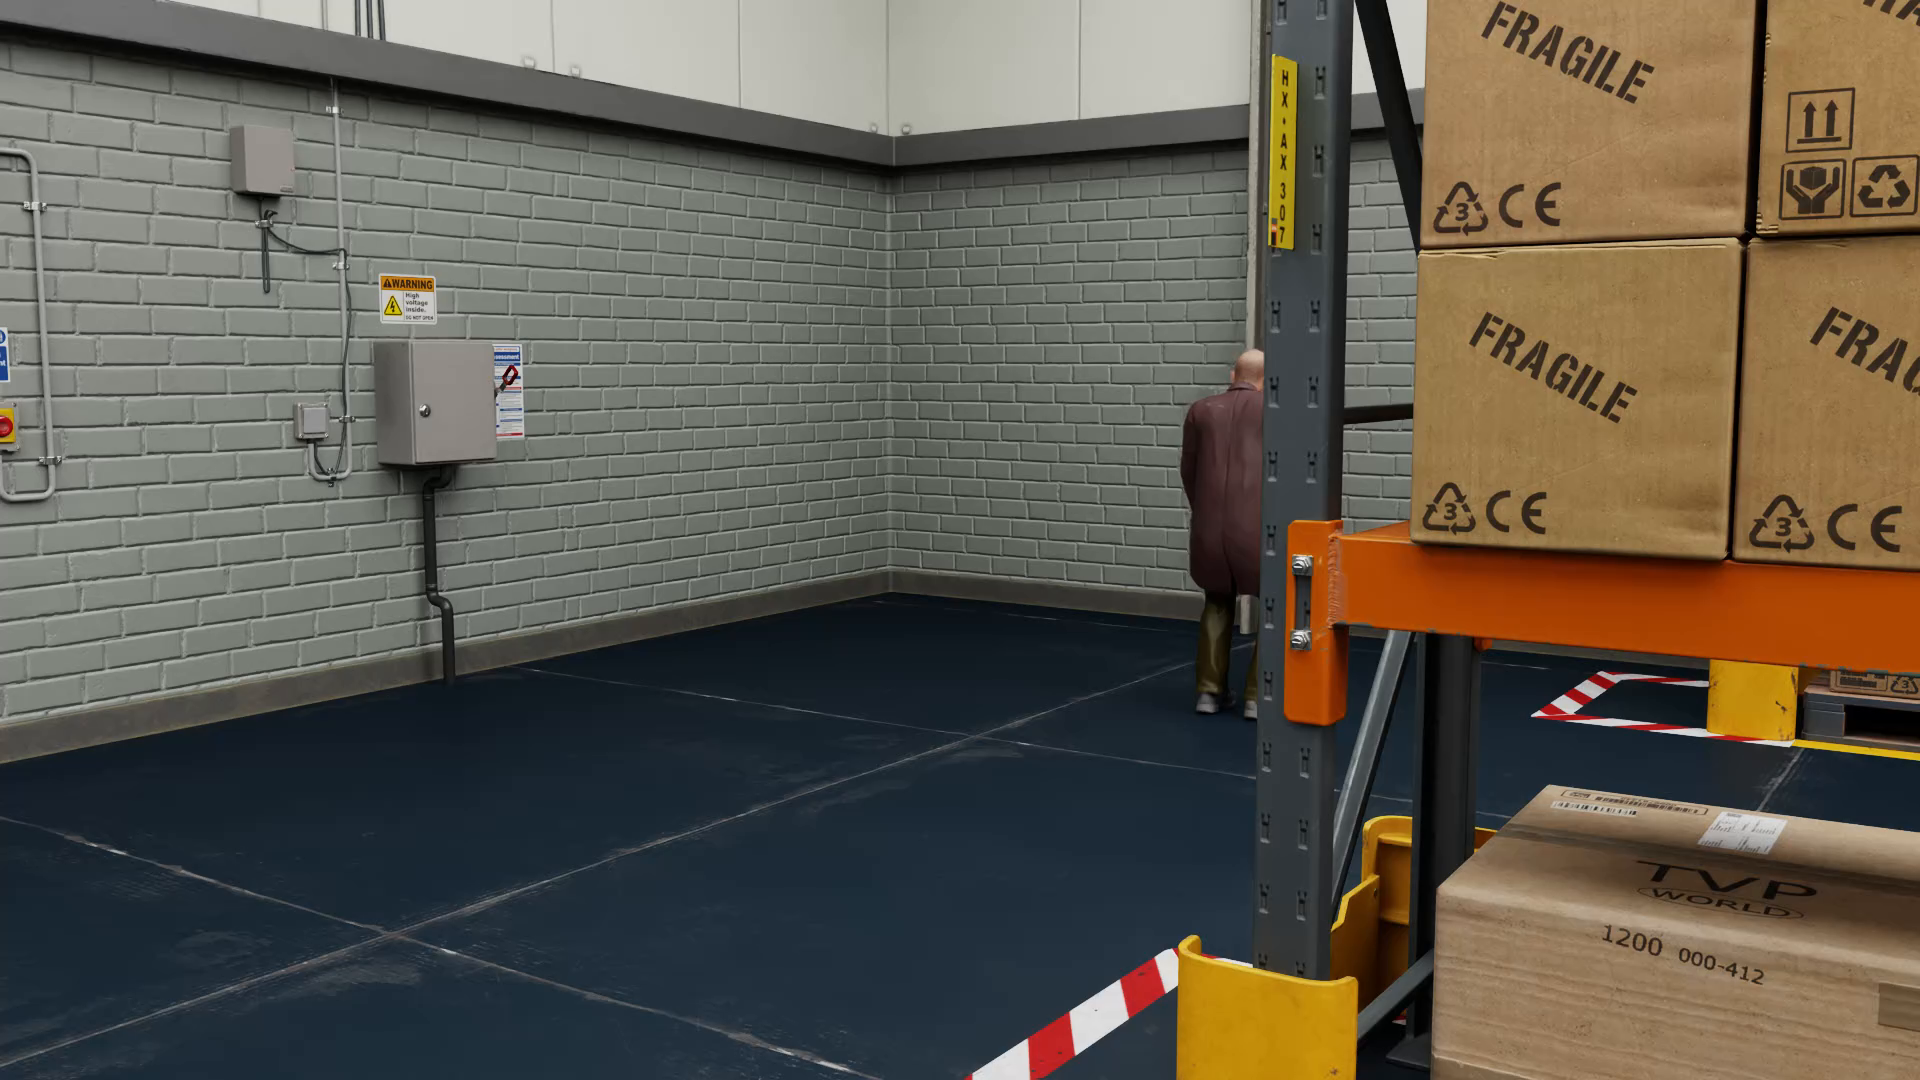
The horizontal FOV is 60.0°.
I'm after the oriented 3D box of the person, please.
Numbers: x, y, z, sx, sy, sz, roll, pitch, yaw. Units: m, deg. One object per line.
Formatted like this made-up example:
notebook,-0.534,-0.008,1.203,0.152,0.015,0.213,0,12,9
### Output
person,1.284,-0.001,7.632,0.619,1.600,0.564,4,7,34
